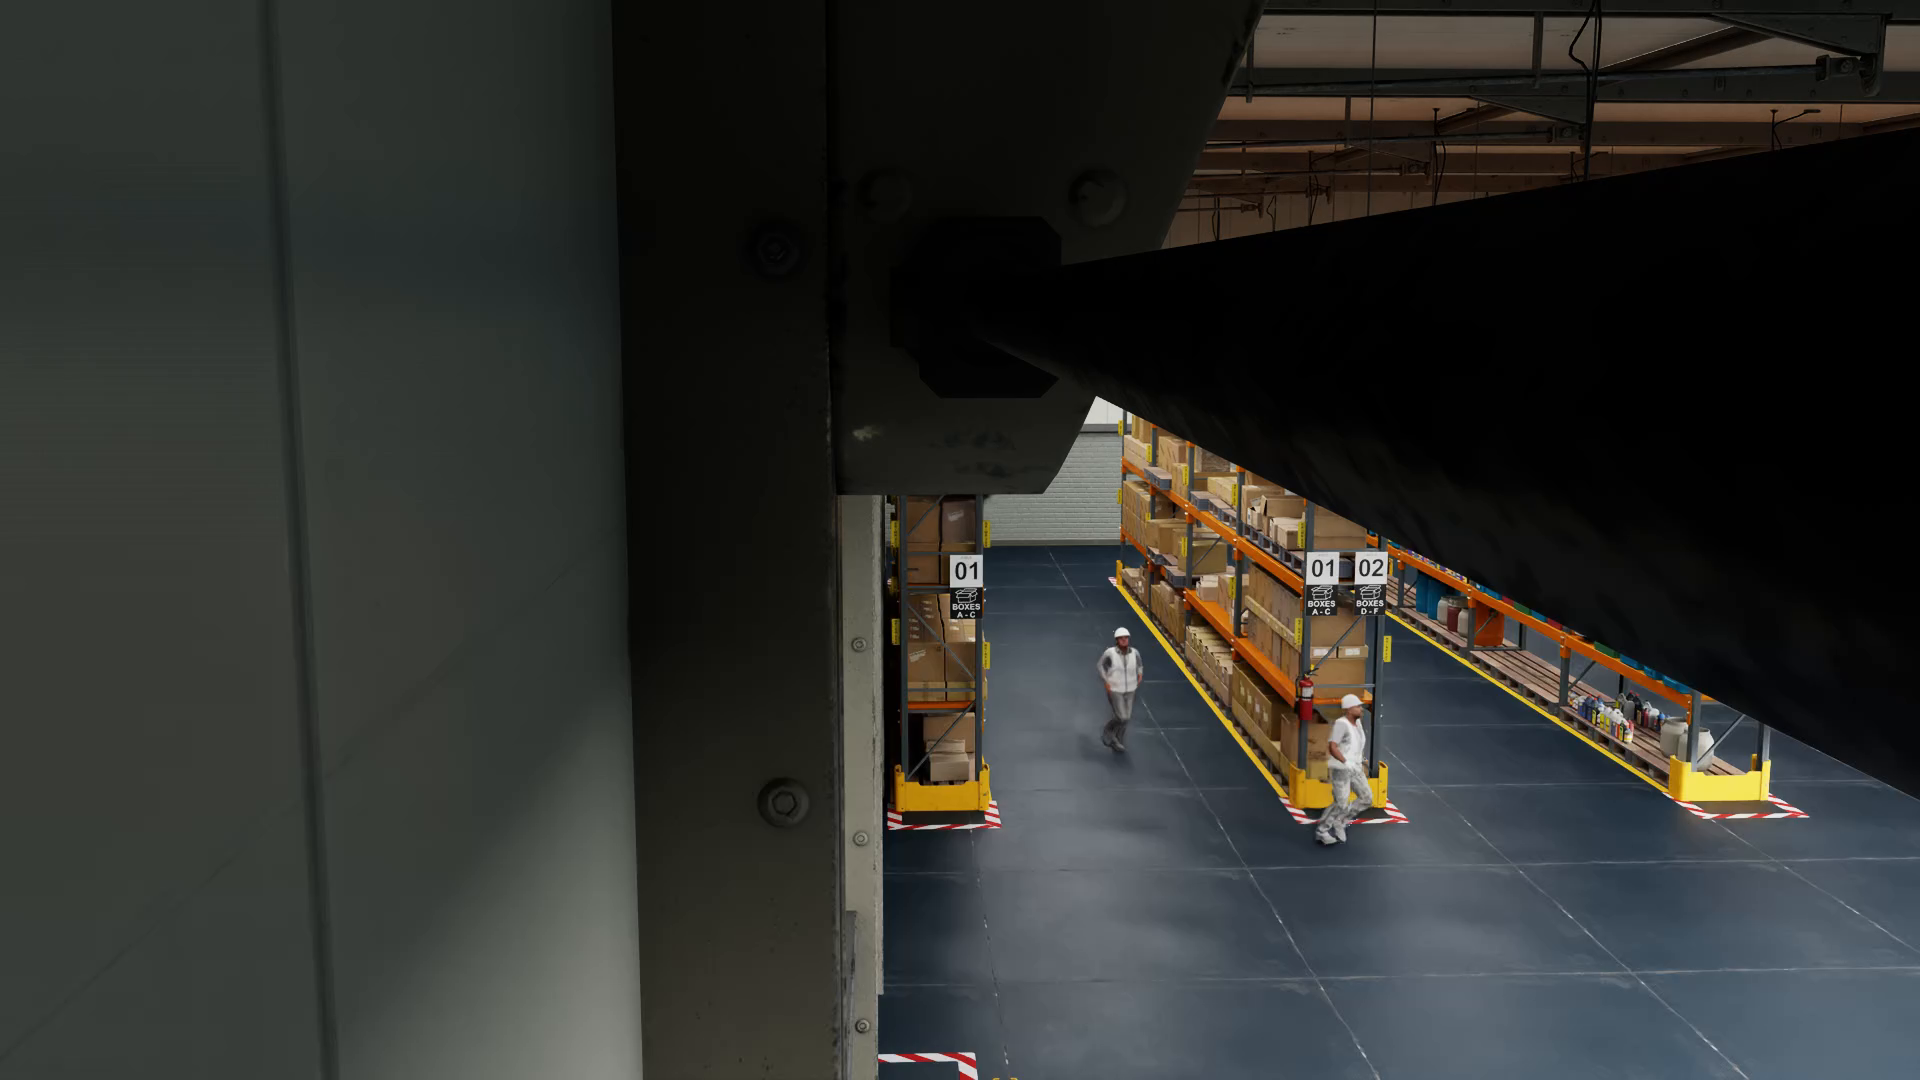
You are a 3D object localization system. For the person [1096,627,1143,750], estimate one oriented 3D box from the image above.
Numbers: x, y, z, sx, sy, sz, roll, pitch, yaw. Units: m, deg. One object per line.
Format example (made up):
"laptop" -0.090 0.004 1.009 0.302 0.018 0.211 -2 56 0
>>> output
"person" 2.273 2.080 23.079 0.646 1.740 0.585 -3 9 -18

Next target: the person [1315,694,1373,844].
"person" 4.509 2.646 19.263 0.577 1.723 0.733 7 11 40
